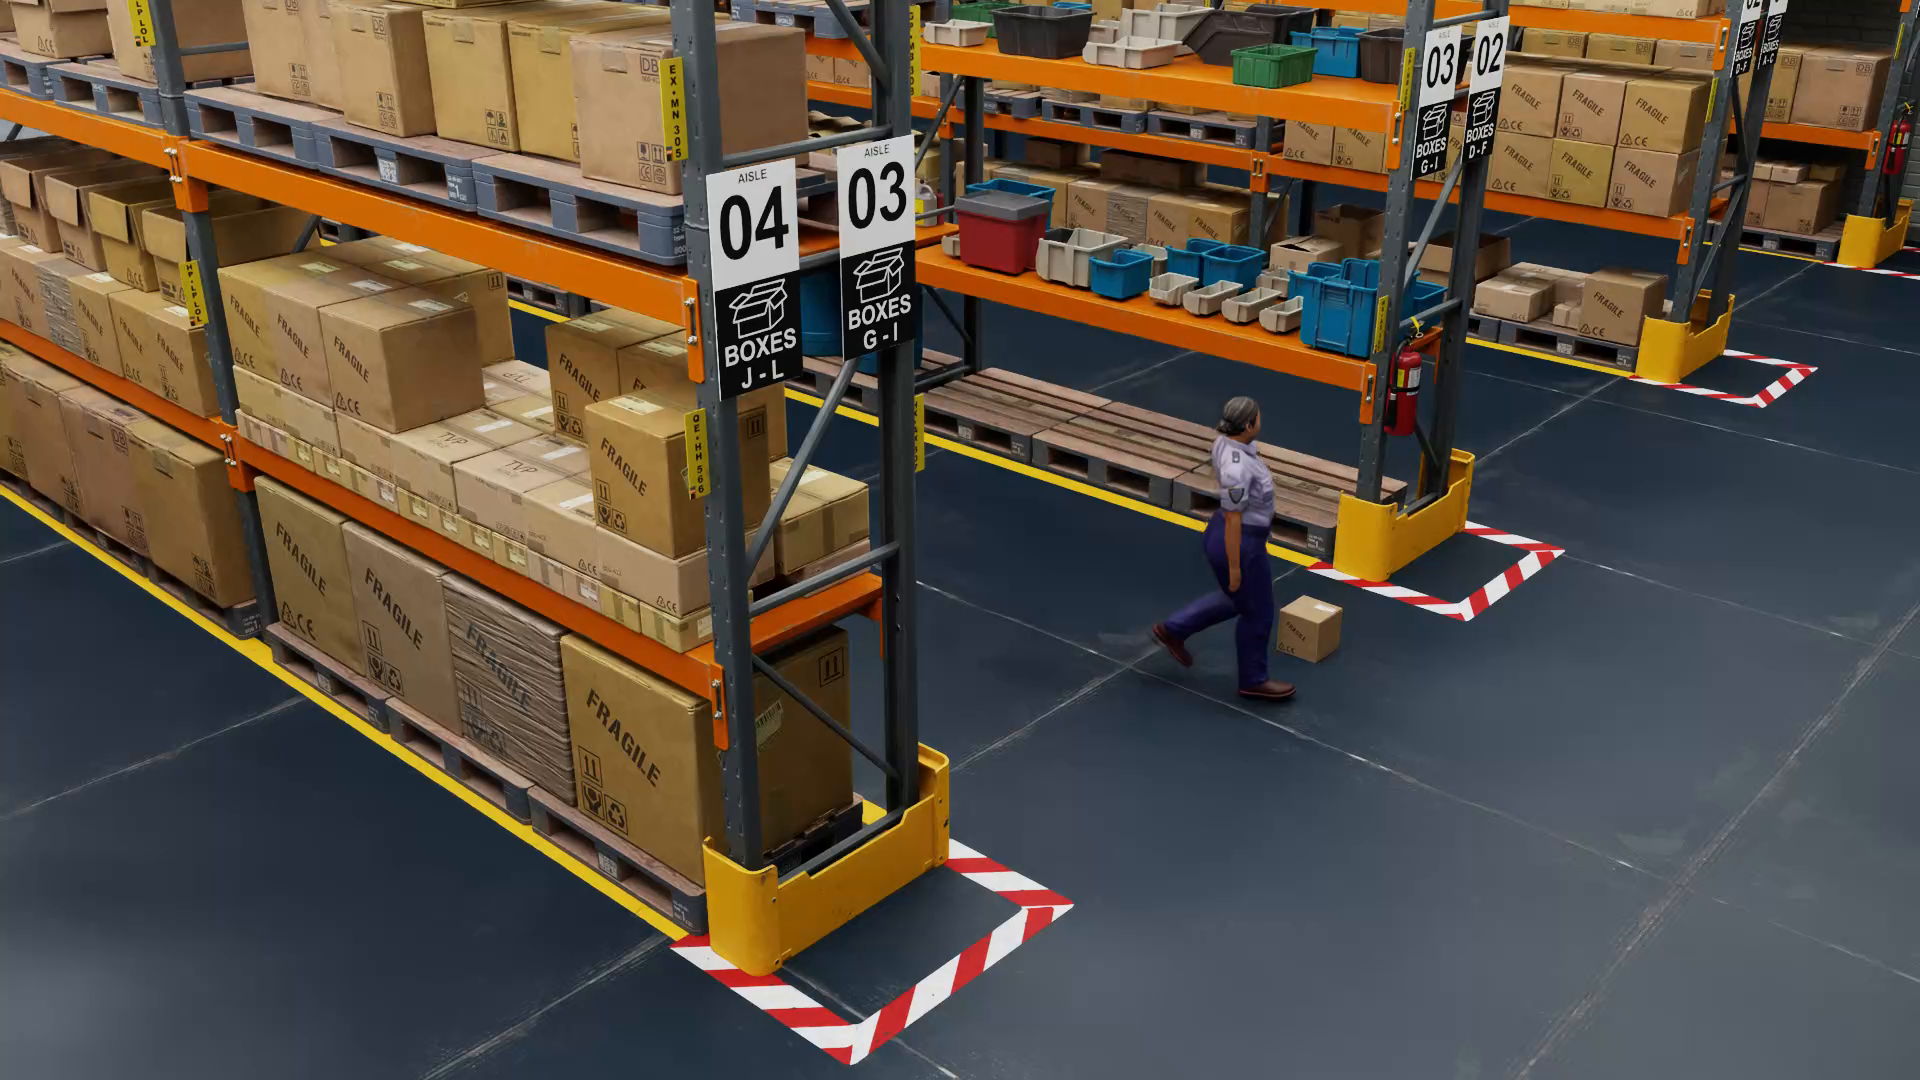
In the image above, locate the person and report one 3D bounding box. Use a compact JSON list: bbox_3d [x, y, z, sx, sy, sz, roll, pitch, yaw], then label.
[{"bbox_3d":[1.397,0.024,8.550,0.748,1.622,0.492,1,24,2],"label":"person"}]
